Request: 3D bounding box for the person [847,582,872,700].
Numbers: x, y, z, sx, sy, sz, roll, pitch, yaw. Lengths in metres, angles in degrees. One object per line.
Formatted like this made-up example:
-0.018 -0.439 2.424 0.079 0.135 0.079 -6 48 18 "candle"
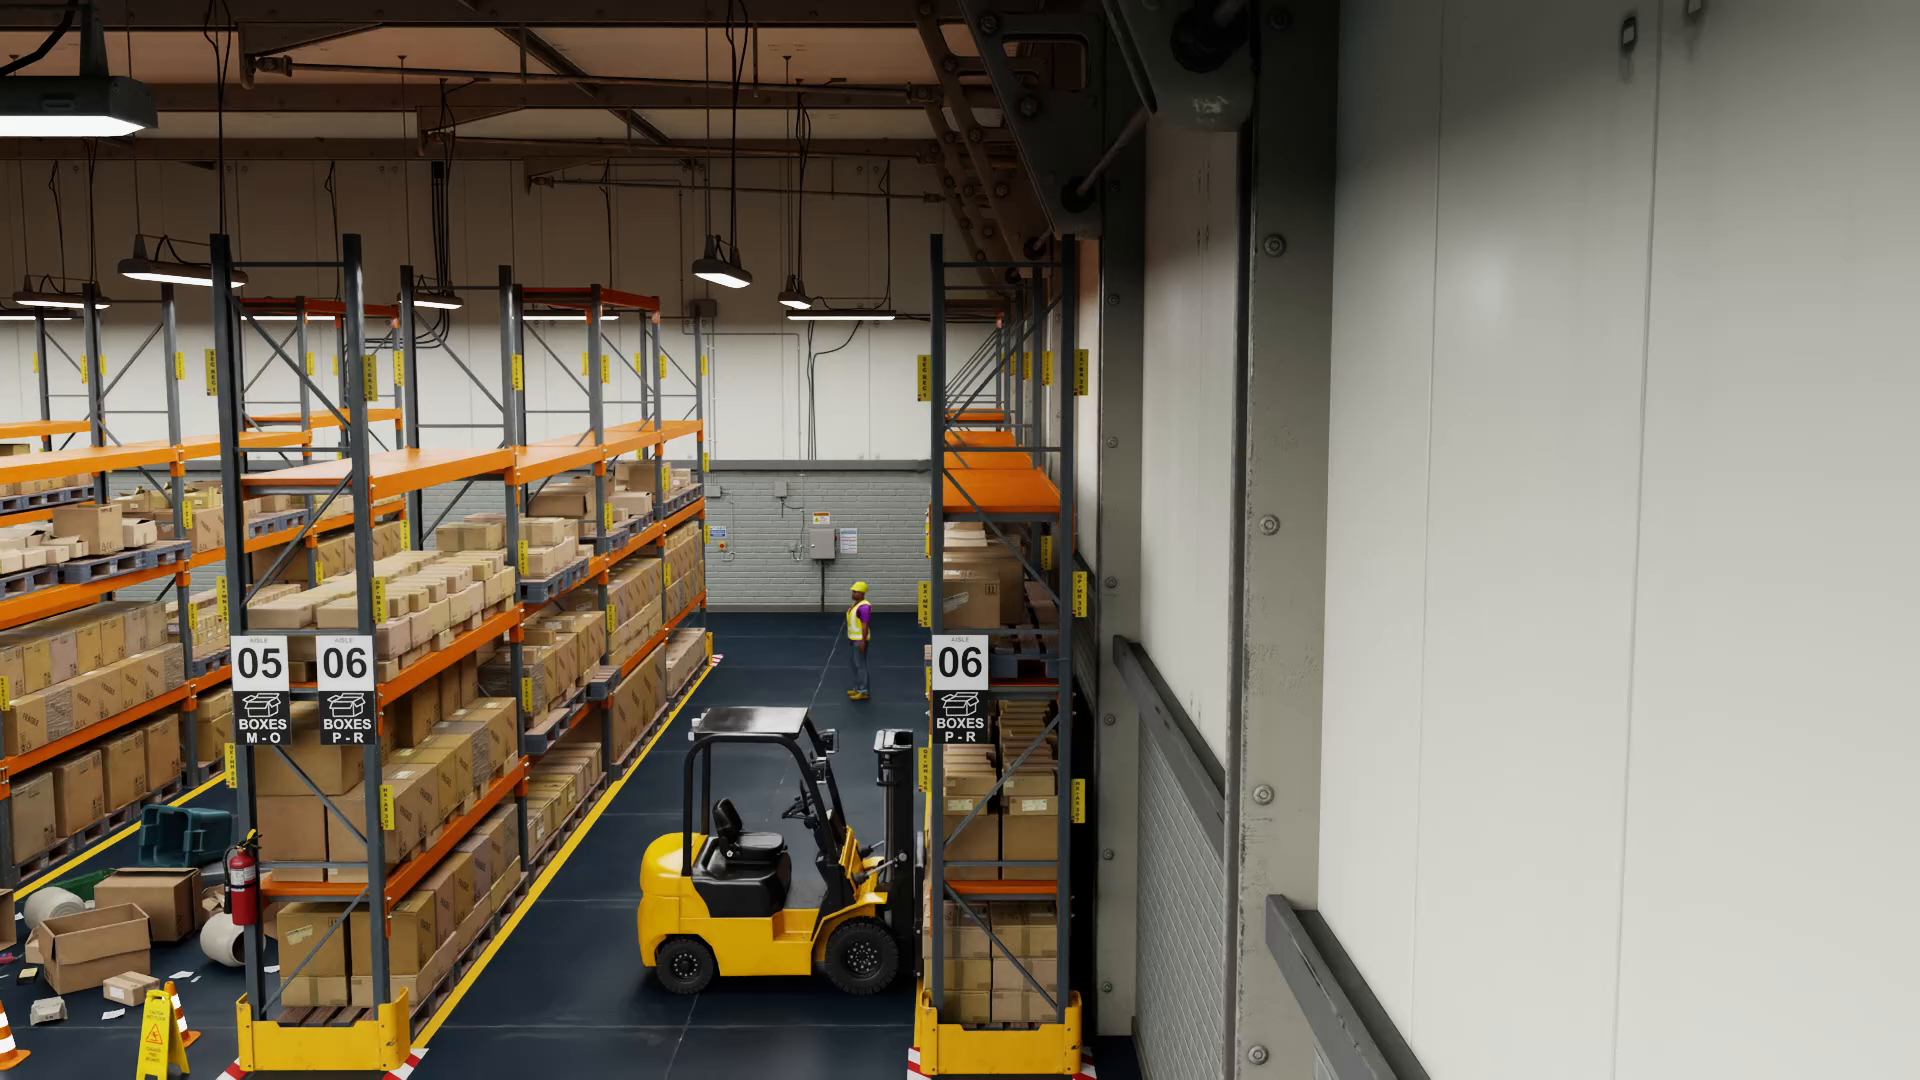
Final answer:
-1.540 1.515 25.148 0.360 1.776 0.637 -2 7 -20 "person"
